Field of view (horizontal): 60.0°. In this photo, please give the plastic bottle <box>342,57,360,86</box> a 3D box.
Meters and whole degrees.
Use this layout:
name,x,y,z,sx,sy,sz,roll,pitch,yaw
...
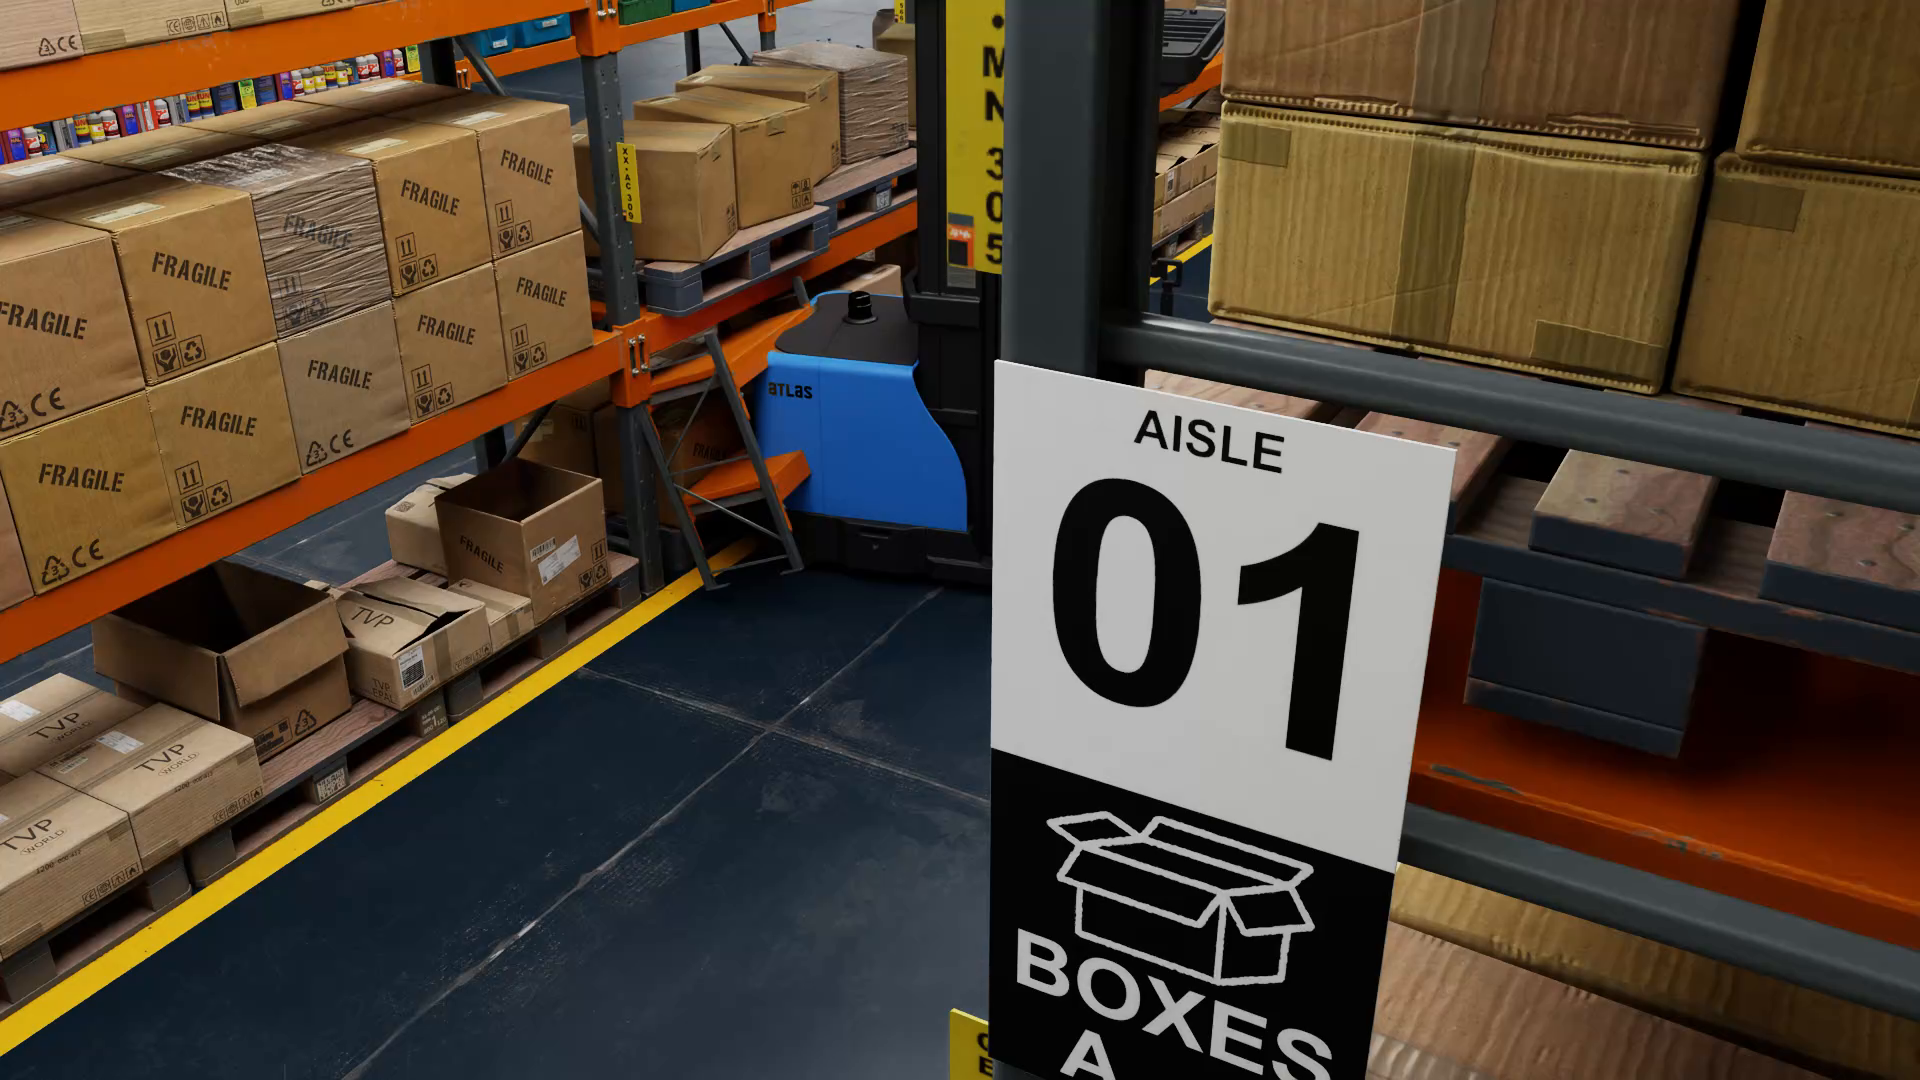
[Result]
name,x,y,z,sx,sy,sz,roll,pitch,yaw
plastic bottle,-4.301,-3.341,11.718,0.097,0.271,0.097,0,27,0

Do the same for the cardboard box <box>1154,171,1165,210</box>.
name,x,y,z,sx,sy,sz,roll,pitch,yaw
cardboard box,1.137,-2.518,11.906,0.500,0.311,0.500,13,30,25

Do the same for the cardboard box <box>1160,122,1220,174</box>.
name,x,y,z,sx,sy,sz,roll,pitch,yaw
cardboard box,1.887,-3.108,13.084,0.500,0.311,0.500,15,30,28

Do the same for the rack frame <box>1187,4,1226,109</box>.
name,x,y,z,sx,sy,sz,roll,pitch,yaw
rack frame,2.087,-4.324,13.537,1.000,3.000,0.127,14,30,26

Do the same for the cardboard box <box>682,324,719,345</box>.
name,x,y,z,sx,sy,sz,roll,pitch,yaw
cardboard box,-1.358,-0.927,9.051,0.500,0.500,0.500,15,30,27

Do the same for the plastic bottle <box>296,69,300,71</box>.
name,x,y,z,sx,sy,sz,roll,pitch,yaw
plastic bottle,-4.795,-3.470,12.054,0.097,0.201,0.097,0,27,0

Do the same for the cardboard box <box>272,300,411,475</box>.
name,x,y,z,sx,sy,sz,roll,pitch,yaw
cardboard box,-2.374,-0.598,5.981,0.500,0.500,0.500,15,30,27

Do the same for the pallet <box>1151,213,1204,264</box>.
name,x,y,z,sx,sy,sz,roll,pitch,yaw
pallet,1.159,-2.304,12.617,1.003,0.211,1.213,14,30,26

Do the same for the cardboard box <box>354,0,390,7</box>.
name,x,y,z,sx,sy,sz,roll,pitch,yaw
cardboard box,-2.111,-2.040,5.791,0.500,0.250,0.500,14,30,26

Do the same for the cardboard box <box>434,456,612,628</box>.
name,x,y,z,sx,sy,sz,roll,pitch,yaw
cardboard box,-1.882,-0.001,7.201,0.500,0.500,0.500,14,30,26

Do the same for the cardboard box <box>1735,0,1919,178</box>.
name,x,y,z,sx,sy,sz,roll,pitch,yaw
cardboard box,1.068,-0.631,1.558,0.500,0.500,0.500,13,29,24

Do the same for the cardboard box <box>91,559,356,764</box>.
name,x,y,z,sx,sy,sz,roll,pitch,yaw
cardboard box,-2.768,0.447,6.304,0.797,0.503,0.637,14,30,26

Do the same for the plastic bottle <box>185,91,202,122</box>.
name,x,y,z,sx,sy,sz,roll,pitch,yaw
plastic bottle,-4.949,-2.828,10.692,0.097,0.271,0.097,0,27,0

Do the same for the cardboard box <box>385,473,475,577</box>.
name,x,y,z,sx,sy,sz,roll,pitch,yaw
cardboard box,-2.243,-0.085,7.580,0.500,0.311,0.500,14,30,26

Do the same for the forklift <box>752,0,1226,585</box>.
name,x,y,z,sx,sy,sz,roll,pitch,yaw
forklift,0.604,-1.237,7.446,3.031,2.935,1.130,7,27,14

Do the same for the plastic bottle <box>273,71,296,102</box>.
name,x,y,z,sx,sy,sz,roll,pitch,yaw
plastic bottle,-4.581,-3.108,11.238,0.061,0.283,0.133,14,30,26

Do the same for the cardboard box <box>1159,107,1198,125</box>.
name,x,y,z,sx,sy,sz,roll,pitch,yaw
cardboard box,1.667,-3.427,13.721,0.500,0.311,0.500,14,30,26

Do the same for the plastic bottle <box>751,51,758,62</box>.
name,x,y,z,sx,sy,sz,roll,pitch,yaw
plastic bottle,-2.063,-4.818,16.991,0.144,0.351,0.185,13,29,24

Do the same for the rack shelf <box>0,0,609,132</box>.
name,x,y,z,sx,sy,sz,roll,pitch,yaw
rack shelf,-2.832,-1.446,5.241,1.077,0.370,4.000,14,30,26

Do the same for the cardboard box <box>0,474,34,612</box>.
name,x,y,z,sx,sy,sz,roll,pitch,yaw
cardboard box,-3.119,-0.009,4.806,0.500,0.500,0.500,14,30,26

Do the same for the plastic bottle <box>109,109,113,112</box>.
name,x,y,z,sx,sy,sz,roll,pitch,yaw
plastic bottle,-5.277,-2.734,10.499,0.152,0.276,0.135,14,30,26

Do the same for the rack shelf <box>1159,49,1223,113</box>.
name,x,y,z,sx,sy,sz,roll,pitch,yaw
rack shelf,1.103,-3.223,12.141,1.077,0.370,4.000,14,30,26

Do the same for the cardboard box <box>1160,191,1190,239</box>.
name,x,y,z,sx,sy,sz,roll,pitch,yaw
cardboard box,1.382,-2.463,12.421,0.500,0.250,0.500,15,30,27

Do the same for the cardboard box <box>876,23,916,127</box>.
name,x,y,z,sx,sy,sz,roll,pitch,yaw
cardboard box,-0.092,-2.727,9.767,0.700,0.500,0.500,5,27,9

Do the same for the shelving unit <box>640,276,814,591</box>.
name,x,y,z,sx,sy,sz,roll,pitch,yaw
shelving unit,-0.965,-0.521,7.823,0.538,1.125,1.048,-12,18,22

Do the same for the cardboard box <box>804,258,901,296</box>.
name,x,y,z,sx,sy,sz,roll,pitch,yaw
cardboard box,-0.660,-1.341,9.041,0.500,0.250,0.500,14,30,25

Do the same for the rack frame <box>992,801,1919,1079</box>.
name,x,y,z,sx,sy,sz,roll,pitch,yaw
rack frame,0.499,1.442,2.018,1.000,3.000,0.127,14,30,26

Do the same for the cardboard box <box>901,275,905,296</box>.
name,x,y,z,sx,sy,sz,roll,pitch,yaw
cardboard box,-0.391,-1.226,9.650,0.500,0.500,0.500,13,29,24

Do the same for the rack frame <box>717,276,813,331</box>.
name,x,y,z,sx,sy,sz,roll,pitch,yaw
rack frame,-0.825,-0.713,8.272,0.500,1.125,0.032,-12,18,22

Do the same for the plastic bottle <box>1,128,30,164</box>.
name,x,y,z,sx,sy,sz,roll,pitch,yaw
plastic bottle,-5.542,-2.347,9.718,0.061,0.283,0.133,14,30,26

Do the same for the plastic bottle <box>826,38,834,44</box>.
name,x,y,z,sx,sy,sz,roll,pitch,yaw
plastic bottle,-1.419,-5.314,18.071,0.097,0.271,0.097,0,27,0

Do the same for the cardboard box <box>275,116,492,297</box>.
name,x,y,z,sx,sy,sz,roll,pitch,yaw
cardboard box,-2.121,-1.244,6.155,0.500,0.500,0.500,14,30,25

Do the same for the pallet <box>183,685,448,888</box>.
name,x,y,z,sx,sy,sz,roll,pitch,yaw
pallet,-2.786,0.786,6.445,1.003,0.211,1.213,14,30,26

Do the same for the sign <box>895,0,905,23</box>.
name,x,y,z,sx,sy,sz,roll,pitch,yaw
sign,-0.365,-3.404,10.405,0.100,0.325,0.005,14,30,26

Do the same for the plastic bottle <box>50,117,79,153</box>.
name,x,y,z,sx,sy,sz,roll,pitch,yaw
plastic bottle,-5.420,-2.482,9.996,0.152,0.276,0.135,14,30,26

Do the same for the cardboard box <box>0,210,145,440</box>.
name,x,y,z,sx,sy,sz,roll,pitch,yaw
cardboard box,-2.867,-0.653,4.975,0.500,0.500,0.500,15,30,27

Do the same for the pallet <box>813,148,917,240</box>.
name,x,y,z,sx,sy,sz,roll,pitch,yaw
pallet,-0.833,-1.920,8.950,1.003,0.211,1.213,14,30,26

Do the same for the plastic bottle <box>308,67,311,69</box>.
name,x,y,z,sx,sy,sz,roll,pitch,yaw
plastic bottle,-4.814,-3.594,12.300,0.097,0.201,0.097,0,27,0

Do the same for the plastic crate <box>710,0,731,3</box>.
name,x,y,z,sx,sy,sz,roll,pitch,yaw
plastic crate,-2.195,-5.189,15.193,0.402,0.464,0.583,14,30,26

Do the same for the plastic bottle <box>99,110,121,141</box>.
name,x,y,z,sx,sy,sz,roll,pitch,yaw
plastic bottle,-5.243,-2.564,10.242,0.097,0.201,0.097,0,27,0

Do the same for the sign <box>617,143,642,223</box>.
name,x,y,z,sx,sy,sz,roll,pitch,yaw
sign,-1.372,-1.477,6.882,0.100,0.325,0.005,14,30,26

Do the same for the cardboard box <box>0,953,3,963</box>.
name,x,y,z,sx,sy,sz,roll,pitch,yaw
cardboard box,-3.188,1.238,5.100,0.380,0.166,0.250,14,30,26

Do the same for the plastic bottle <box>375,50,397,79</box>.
name,x,y,z,sx,sy,sz,roll,pitch,yaw
plastic bottle,-4.132,-3.464,11.949,0.061,0.283,0.133,14,30,26

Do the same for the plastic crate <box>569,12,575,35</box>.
name,x,y,z,sx,sy,sz,roll,pitch,yaw
plastic crate,-3.130,-4.448,13.714,0.402,0.464,0.583,14,30,26

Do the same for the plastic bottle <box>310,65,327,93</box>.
name,x,y,z,sx,sy,sz,roll,pitch,yaw
plastic bottle,-4.445,-3.196,11.506,0.097,0.201,0.097,0,27,0

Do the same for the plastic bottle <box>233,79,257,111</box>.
name,x,y,z,sx,sy,sz,roll,pitch,yaw
plastic bottle,-4.738,-2.984,10.991,0.061,0.283,0.133,14,30,26

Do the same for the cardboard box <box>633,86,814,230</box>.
name,x,y,z,sx,sy,sz,roll,pitch,yaw
cardboard box,-1.138,-1.856,8.026,0.700,0.500,0.500,20,33,34

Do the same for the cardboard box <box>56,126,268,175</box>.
name,x,y,z,sx,sy,sz,roll,pitch,yaw
cardboard box,-2.832,-1.175,6.017,0.500,0.500,0.500,13,30,25

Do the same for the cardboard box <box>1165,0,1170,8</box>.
name,x,y,z,sx,sy,sz,roll,pitch,yaw
cardboard box,1.190,-3.672,12.124,0.500,0.500,0.500,14,30,26

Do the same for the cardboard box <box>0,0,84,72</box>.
name,x,y,z,sx,sy,sz,roll,pitch,yaw
cardboard box,-2.840,-1.453,4.618,0.500,0.250,0.500,14,30,26

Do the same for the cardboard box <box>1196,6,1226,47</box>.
name,x,y,z,sx,sy,sz,roll,pitch,yaw
cardboard box,1.883,-4.055,13.168,0.500,0.250,0.500,16,31,29

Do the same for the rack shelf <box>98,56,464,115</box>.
name,x,y,z,sx,sy,sz,roll,pitch,yaw
rack shelf,-5.175,-2.756,11.209,1.077,0.370,4.000,14,30,26
